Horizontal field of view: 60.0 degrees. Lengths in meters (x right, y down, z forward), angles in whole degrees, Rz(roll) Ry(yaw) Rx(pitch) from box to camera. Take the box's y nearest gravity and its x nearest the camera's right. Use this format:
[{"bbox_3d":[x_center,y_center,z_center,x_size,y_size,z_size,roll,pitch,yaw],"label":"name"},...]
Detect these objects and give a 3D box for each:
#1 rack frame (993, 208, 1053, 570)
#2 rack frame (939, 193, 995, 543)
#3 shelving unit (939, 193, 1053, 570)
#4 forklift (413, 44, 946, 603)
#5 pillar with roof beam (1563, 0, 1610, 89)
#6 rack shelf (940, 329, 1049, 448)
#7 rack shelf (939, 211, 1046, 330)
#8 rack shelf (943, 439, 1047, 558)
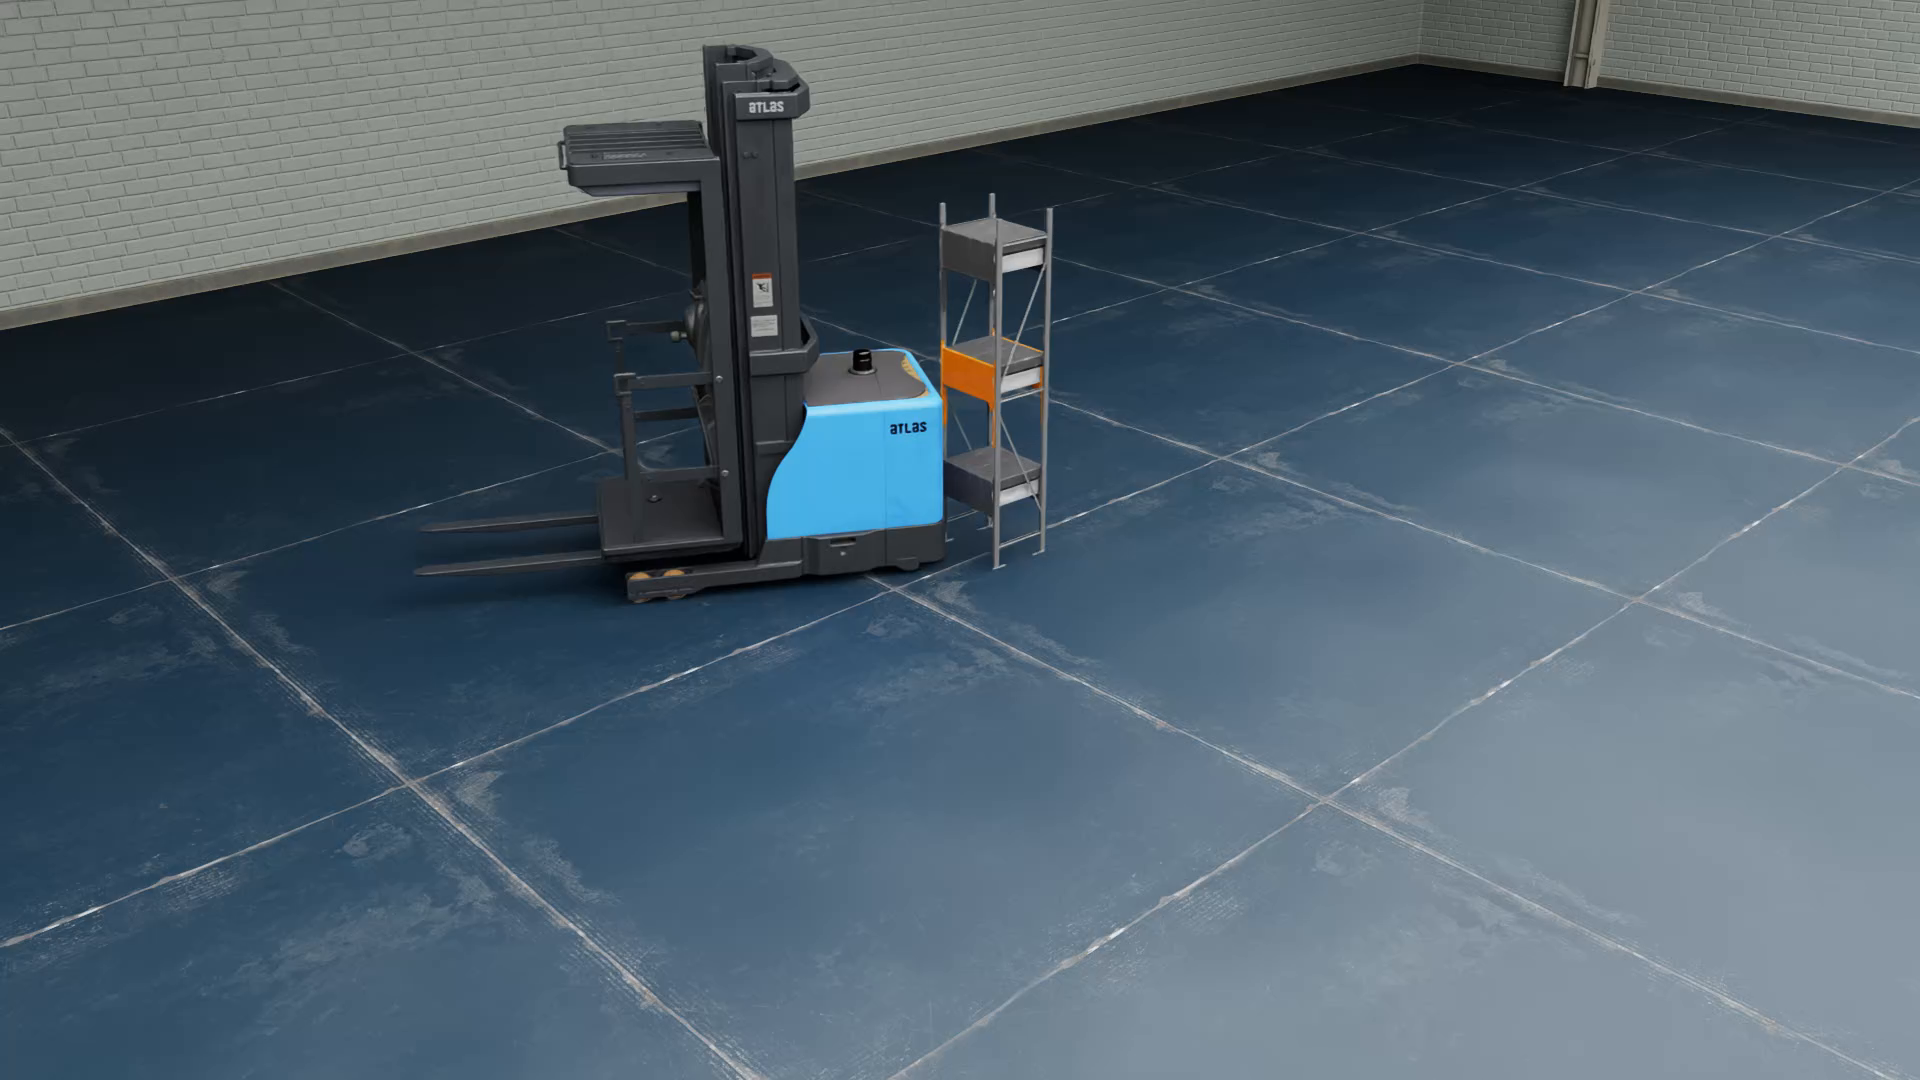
[{"bbox_3d":[0.355,-0.829,9.538,0.400,2.100,0.015,-19,31,-36],"label":"rack frame"},{"bbox_3d":[0.043,-0.985,9.879,0.400,2.100,0.015,-19,31,-36],"label":"rack frame"},{"bbox_3d":[0.199,-0.907,9.709,0.431,2.100,0.503,-19,31,-36],"label":"shelving unit"},{"bbox_3d":[-1.658,-1.217,9.386,3.031,2.935,1.130,-6,25,-12],"label":"forklift"},{"bbox_3d":[6.379,-9.845,20.988,9.100,9.000,0.400,-21,32,-38],"label":"pillar with roof beam"},{"bbox_3d":[0.199,-0.895,9.714,0.431,0.518,0.480,-19,31,-36],"label":"rack shelf"},{"bbox_3d":[0.199,-1.532,9.424,0.431,0.518,0.480,-19,31,-36],"label":"rack shelf"},{"bbox_3d":[0.199,-0.258,10.005,0.431,0.518,0.480,-19,31,-36],"label":"rack shelf"}]
